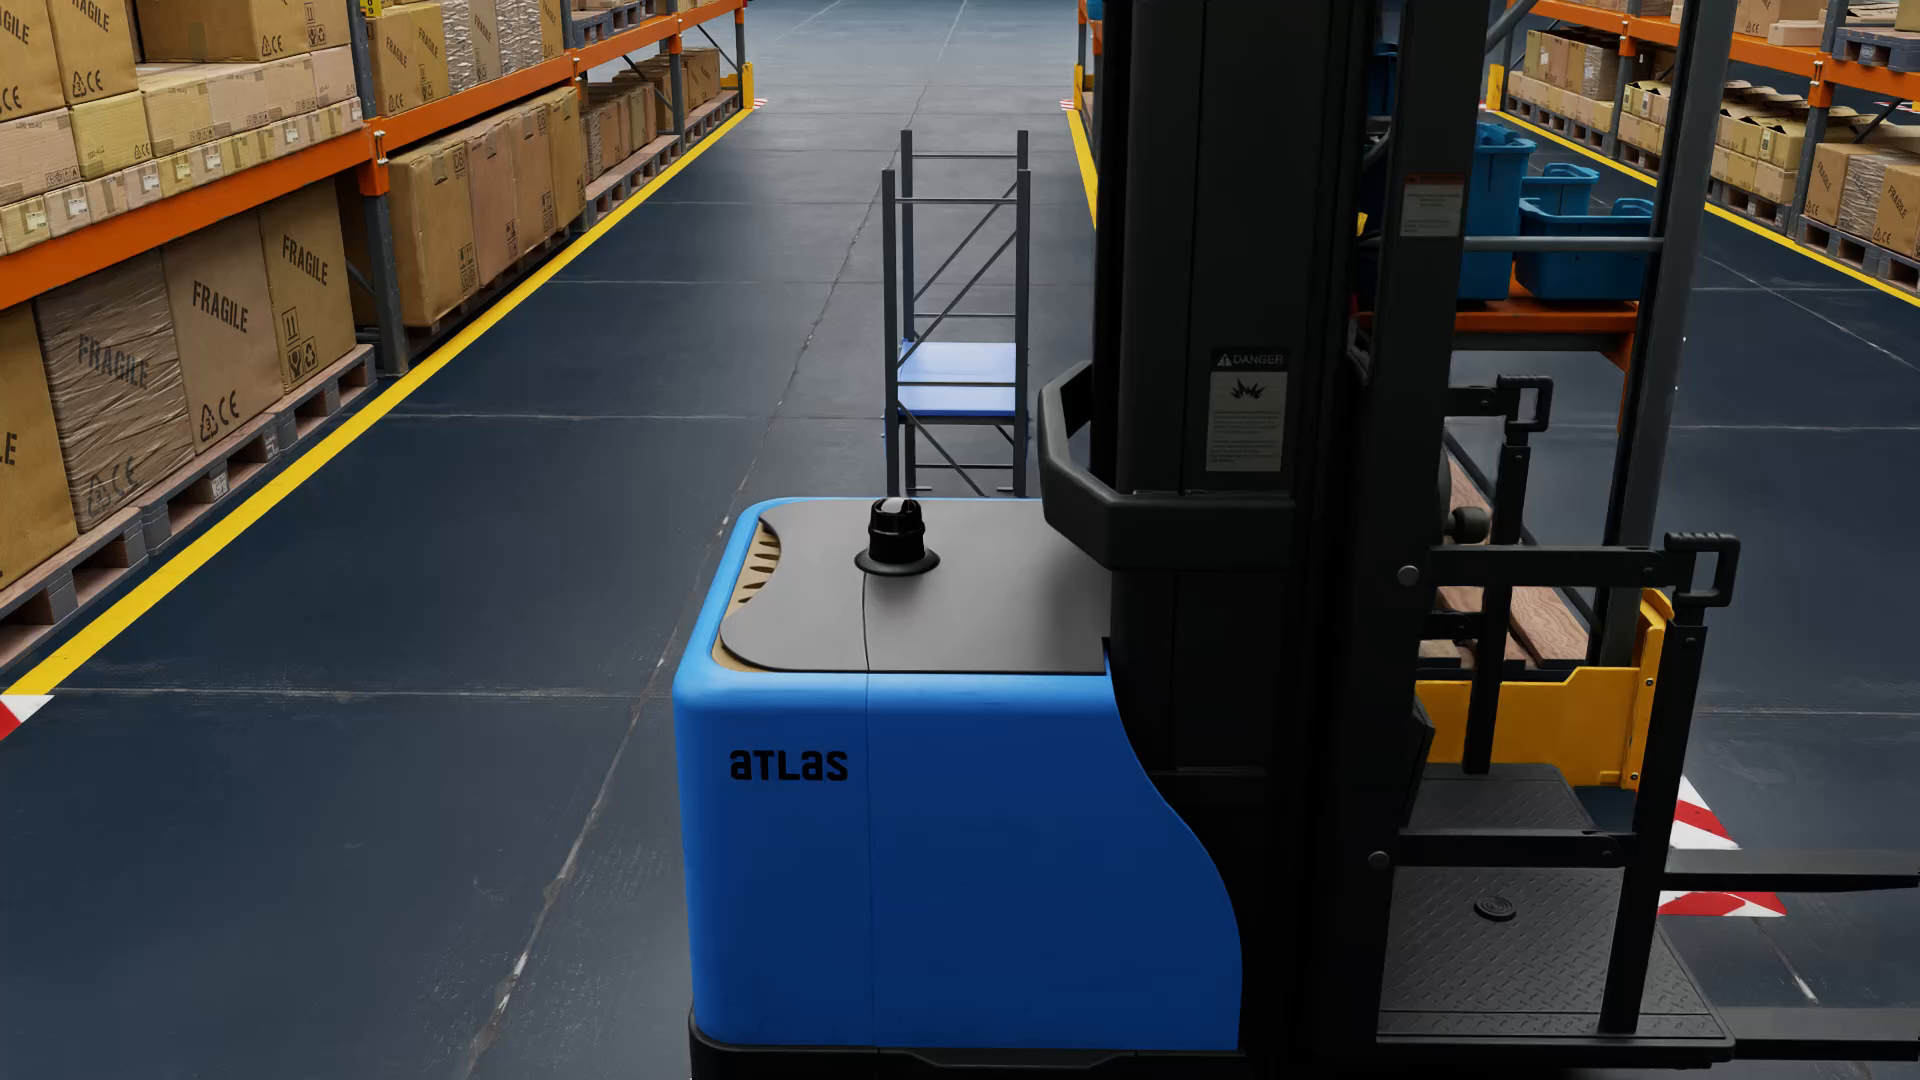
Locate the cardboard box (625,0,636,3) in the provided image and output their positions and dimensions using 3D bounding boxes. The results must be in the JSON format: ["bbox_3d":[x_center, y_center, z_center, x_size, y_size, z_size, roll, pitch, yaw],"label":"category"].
[{"bbox_3d":[-3.139,-4.778,13.973,0.797,0.503,0.637,3,21,7],"label":"cardboard box"}]

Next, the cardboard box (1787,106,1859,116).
[{"bbox_3d":[6.937,-3.341,13.439,0.500,0.311,0.500,0,21,0],"label":"cardboard box"}]

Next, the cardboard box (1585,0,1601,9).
[{"bbox_3d":[6.759,-5.631,16.756,0.700,0.500,0.500,1,21,2],"label":"cardboard box"}]

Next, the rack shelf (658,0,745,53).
[{"bbox_3d":[-3.117,-5.550,17.680,1.077,0.370,4.000,1,21,2],"label":"rack shelf"}]

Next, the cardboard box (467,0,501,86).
[{"bbox_3d":[-3.117,-3.029,10.051,0.500,0.500,0.500,1,21,3],"label":"cardboard box"}]

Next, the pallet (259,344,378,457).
[{"bbox_3d":[-3.523,-0.695,8.029,1.003,0.211,1.213,1,21,2],"label":"pallet"}]

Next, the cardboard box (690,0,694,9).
[{"bbox_3d":[-2.872,-5.391,16.623,0.380,0.149,0.250,1,21,2],"label":"cardboard box"}]

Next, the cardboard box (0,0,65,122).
[{"bbox_3d":[-3.244,-1.593,5.247,0.500,0.500,0.500,0,21,0],"label":"cardboard box"}]

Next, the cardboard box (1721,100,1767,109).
[{"bbox_3d":[6.416,-3.524,13.911,0.500,0.311,0.500,1,21,3],"label":"cardboard box"}]

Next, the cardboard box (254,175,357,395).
[{"bbox_3d":[-3.522,-1.237,7.927,0.875,0.875,0.875,1,21,2],"label":"cardboard box"}]

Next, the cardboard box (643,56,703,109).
[{"bbox_3d":[-3.114,-4.970,18.067,0.500,0.500,0.500,3,21,7],"label":"cardboard box"}]

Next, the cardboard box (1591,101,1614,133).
[{"bbox_3d":[6.519,-4.136,16.261,0.500,0.250,0.500,1,21,2],"label":"cardboard box"}]

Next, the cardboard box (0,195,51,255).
[{"bbox_3d":[-3.189,-1.016,5.348,0.380,0.149,0.250,0,21,0],"label":"cardboard box"}]

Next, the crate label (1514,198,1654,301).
[{"bbox_3d":[1.744,-0.804,4.604,0.416,0.233,0.303,1,21,2],"label":"crate label"}]

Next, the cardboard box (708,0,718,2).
[{"bbox_3d":[-2.800,-5.842,17.787,0.380,0.149,0.250,1,21,2],"label":"cardboard box"}]

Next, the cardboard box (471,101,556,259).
[{"bbox_3d":[-3.376,-2.349,10.794,1.225,0.875,0.875,1,21,2],"label":"cardboard box"}]

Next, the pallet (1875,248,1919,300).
[{"bbox_3d":[6.501,-1.596,10.350,1.003,0.211,1.213,1,21,2],"label":"pallet"}]

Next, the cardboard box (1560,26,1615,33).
[{"bbox_3d":[7.126,-5.564,18.907,0.500,0.500,0.500,1,21,2],"label":"cardboard box"}]

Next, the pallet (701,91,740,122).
[{"bbox_3d":[-3.119,-4.987,19.091,1.003,0.211,1.213,1,21,2],"label":"pallet"}]

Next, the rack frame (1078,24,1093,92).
[{"bbox_3d":[1.894,-6.554,19.273,1.000,3.000,0.127,1,21,2],"label":"rack frame"}]

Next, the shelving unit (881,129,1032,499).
[{"bbox_3d":[0.003,-0.730,6.337,0.538,1.500,1.048,1,21,2],"label":"shelving unit"}]

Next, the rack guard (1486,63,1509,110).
[{"bbox_3d":[6.846,-5.341,19.604,1.175,0.500,0.348,1,21,2],"label":"rack guard"}]

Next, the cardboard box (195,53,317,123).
[{"bbox_3d":[-3.186,-1.989,7.303,0.500,0.250,0.500,1,21,3],"label":"cardboard box"}]

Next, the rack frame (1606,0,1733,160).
[{"bbox_3d":[6.723,-5.052,15.402,1.000,3.000,0.127,1,21,2],"label":"rack frame"}]

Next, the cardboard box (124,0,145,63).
[{"bbox_3d":[-3.714,-2.339,7.171,0.500,0.500,0.500,1,21,2],"label":"cardboard box"}]

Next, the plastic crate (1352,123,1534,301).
[{"bbox_3d":[1.231,-0.936,4.663,0.616,0.435,0.499,1,21,2],"label":"plastic crate"}]

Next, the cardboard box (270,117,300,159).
[{"bbox_3d":[-3.127,-1.760,7.264,0.380,0.149,0.250,1,21,3],"label":"cardboard box"}]

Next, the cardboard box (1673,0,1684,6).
[{"bbox_3d":[6.752,-4.803,14.969,0.500,0.250,0.500,2,21,5],"label":"cardboard box"}]

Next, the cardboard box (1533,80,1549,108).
[{"bbox_3d":[6.579,-4.859,18.125,0.500,0.250,0.500,1,21,2],"label":"cardboard box"}]

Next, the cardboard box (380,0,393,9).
[{"bbox_3d":[-3.410,-3.015,8.627,0.797,0.503,0.637,0,21,0],"label":"cardboard box"}]

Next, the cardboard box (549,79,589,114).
[{"bbox_3d":[-3.303,-3.540,13.315,0.500,0.250,0.500,3,21,8],"label":"cardboard box"}]

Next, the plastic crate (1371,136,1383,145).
[{"bbox_3d":[1.777,-1.487,6.496,0.293,0.136,0.466,1,21,2],"label":"plastic crate"}]

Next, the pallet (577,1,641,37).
[{"bbox_3d":[-3.281,-4.342,13.839,1.003,0.211,1.213,1,21,2],"label":"pallet"}]

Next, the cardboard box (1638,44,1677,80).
[{"bbox_3d":[7.058,-4.660,16.577,0.500,0.500,0.500,1,21,2],"label":"cardboard box"}]

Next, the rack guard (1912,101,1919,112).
[{"bbox_3d":[11.794,-5.252,19.373,1.175,0.500,0.348,1,21,2],"label":"rack guard"}]

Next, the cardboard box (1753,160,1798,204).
[{"bbox_3d":[6.374,-2.712,12.593,0.500,0.250,0.500,1,21,3],"label":"cardboard box"}]

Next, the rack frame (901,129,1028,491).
[{"bbox_3d":[0.018,-0.914,6.811,0.500,1.500,0.032,1,21,2],"label":"rack frame"}]

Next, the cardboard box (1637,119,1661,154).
[{"bbox_3d":[6.447,-3.638,14.978,0.500,0.250,0.500,1,21,3],"label":"cardboard box"}]

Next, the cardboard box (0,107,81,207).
[{"bbox_3d":[-3.250,-1.251,5.401,0.500,0.250,0.500,0,21,1],"label":"cardboard box"}]

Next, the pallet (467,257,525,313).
[{"bbox_3d":[-3.439,-1.692,10.597,1.003,0.211,1.213,1,21,2],"label":"pallet"}]

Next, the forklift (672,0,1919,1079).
[{"bbox_3d":[0.989,-0.286,3.215,3.031,2.935,1.130,0,21,1],"label":"forklift"}]

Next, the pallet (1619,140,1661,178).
[{"bbox_3d":[6.740,-3.485,15.218,1.003,0.211,1.213,1,21,2],"label":"pallet"}]

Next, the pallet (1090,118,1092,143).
[{"bbox_3d":[1.835,-4.050,16.675,1.003,0.211,1.213,1,21,2],"label":"pallet"}]

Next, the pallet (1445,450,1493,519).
[{"bbox_3d":[1.511,-0.206,6.769,1.003,0.211,1.213,1,21,2],"label":"pallet"}]

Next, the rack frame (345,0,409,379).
[{"bbox_3d":[-3.422,-2.269,8.231,1.000,3.000,0.127,1,21,2],"label":"rack frame"}]

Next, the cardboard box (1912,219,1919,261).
[{"bbox_3d":[6.261,-1.924,10.189,0.500,0.500,0.500,0,21,0],"label":"cardboard box"}]

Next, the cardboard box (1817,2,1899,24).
[{"bbox_3d":[6.823,-3.885,12.518,0.500,0.311,0.500,0,21,1],"label":"cardboard box"}]

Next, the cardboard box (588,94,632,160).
[{"bbox_3d":[-3.268,-3.605,14.522,0.700,0.500,0.500,-1,21,-3],"label":"cardboard box"}]

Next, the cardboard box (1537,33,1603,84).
[{"bbox_3d":[6.591,-5.208,17.989,0.500,0.500,0.500,1,21,2],"label":"cardboard box"}]

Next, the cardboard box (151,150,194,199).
[{"bbox_3d":[-3.157,-1.387,6.304,0.380,0.149,0.250,0,21,0],"label":"cardboard box"}]

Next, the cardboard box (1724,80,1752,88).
[{"bbox_3d":[6.998,-4.077,15.336,0.500,0.311,0.500,1,21,2],"label":"cardboard box"}]

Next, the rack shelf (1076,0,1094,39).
[{"bbox_3d":[1.833,-5.495,17.539,1.077,0.370,4.000,1,21,2],"label":"rack shelf"}]
